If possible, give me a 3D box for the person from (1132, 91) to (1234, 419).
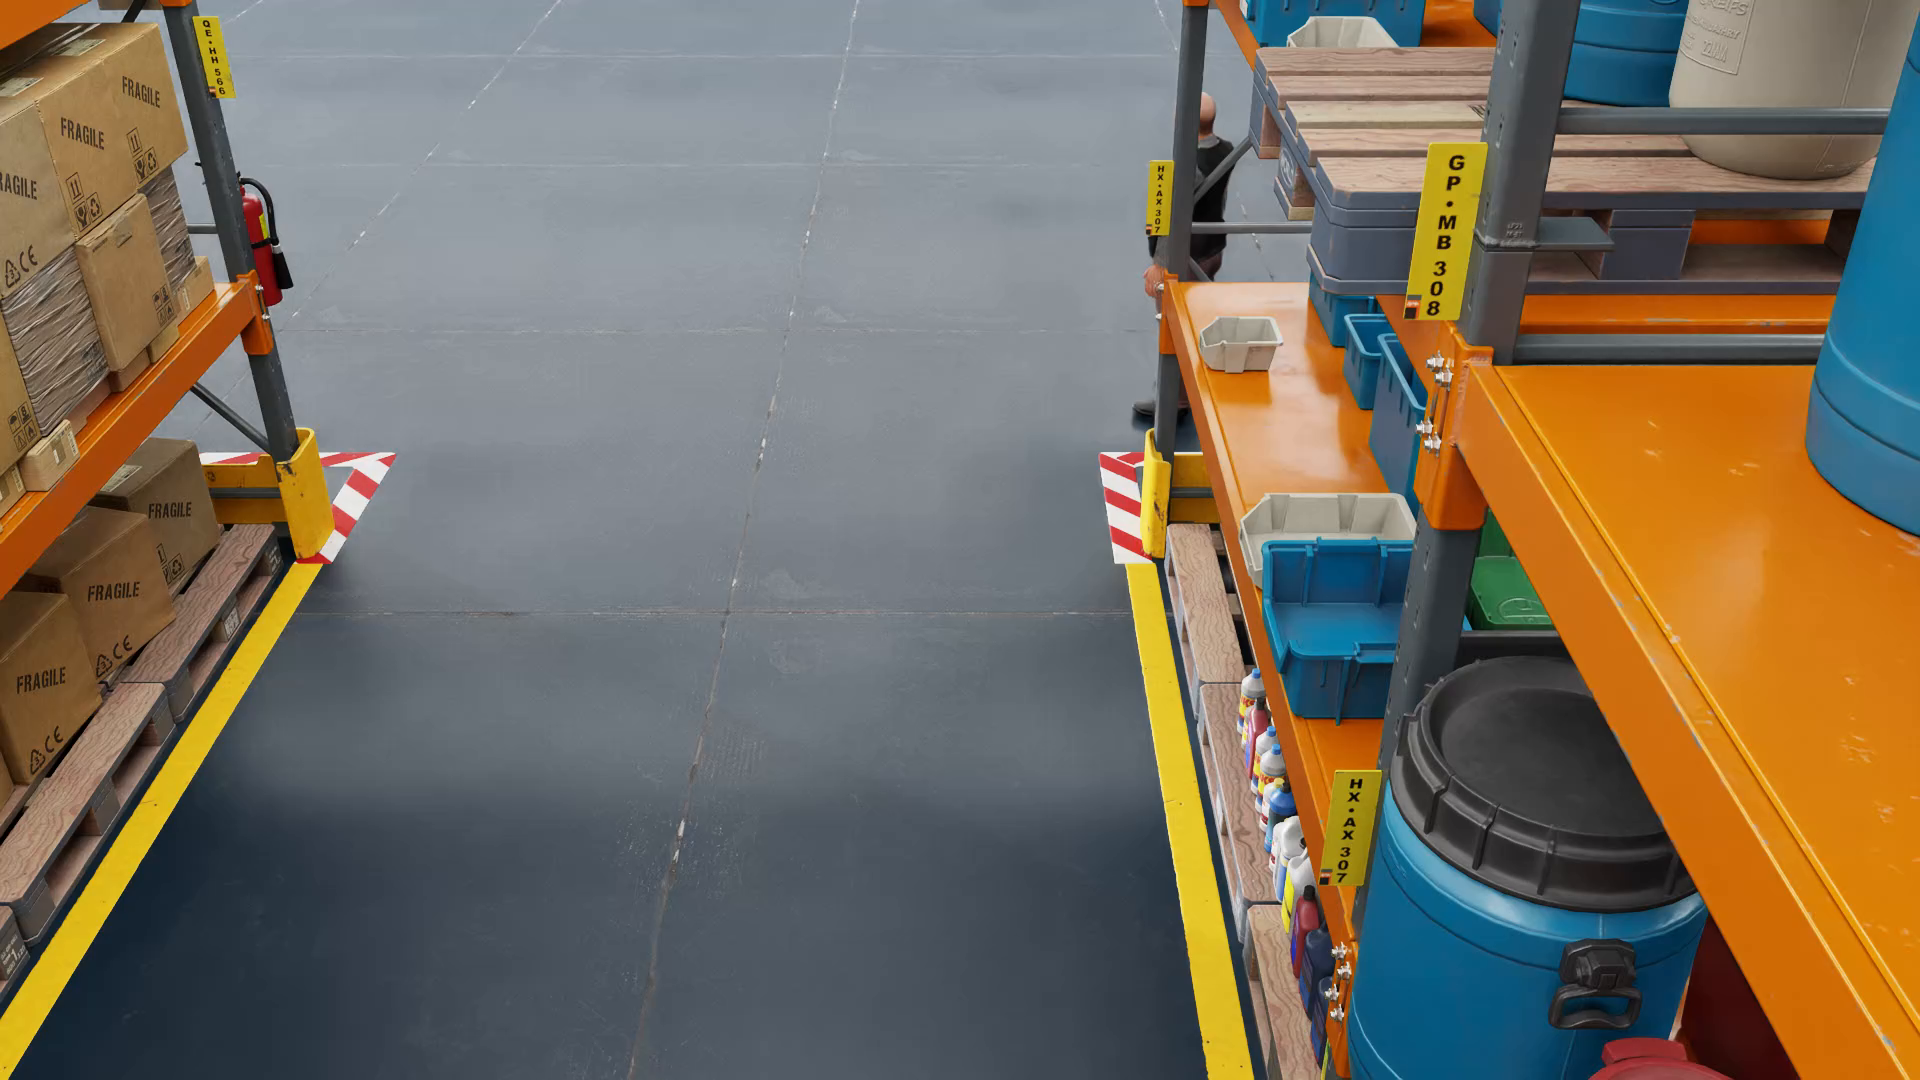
[{"bbox_3d":[1.148,-1.441,8.488,0.369,1.723,0.561,18,36,27],"label":"person"}]
